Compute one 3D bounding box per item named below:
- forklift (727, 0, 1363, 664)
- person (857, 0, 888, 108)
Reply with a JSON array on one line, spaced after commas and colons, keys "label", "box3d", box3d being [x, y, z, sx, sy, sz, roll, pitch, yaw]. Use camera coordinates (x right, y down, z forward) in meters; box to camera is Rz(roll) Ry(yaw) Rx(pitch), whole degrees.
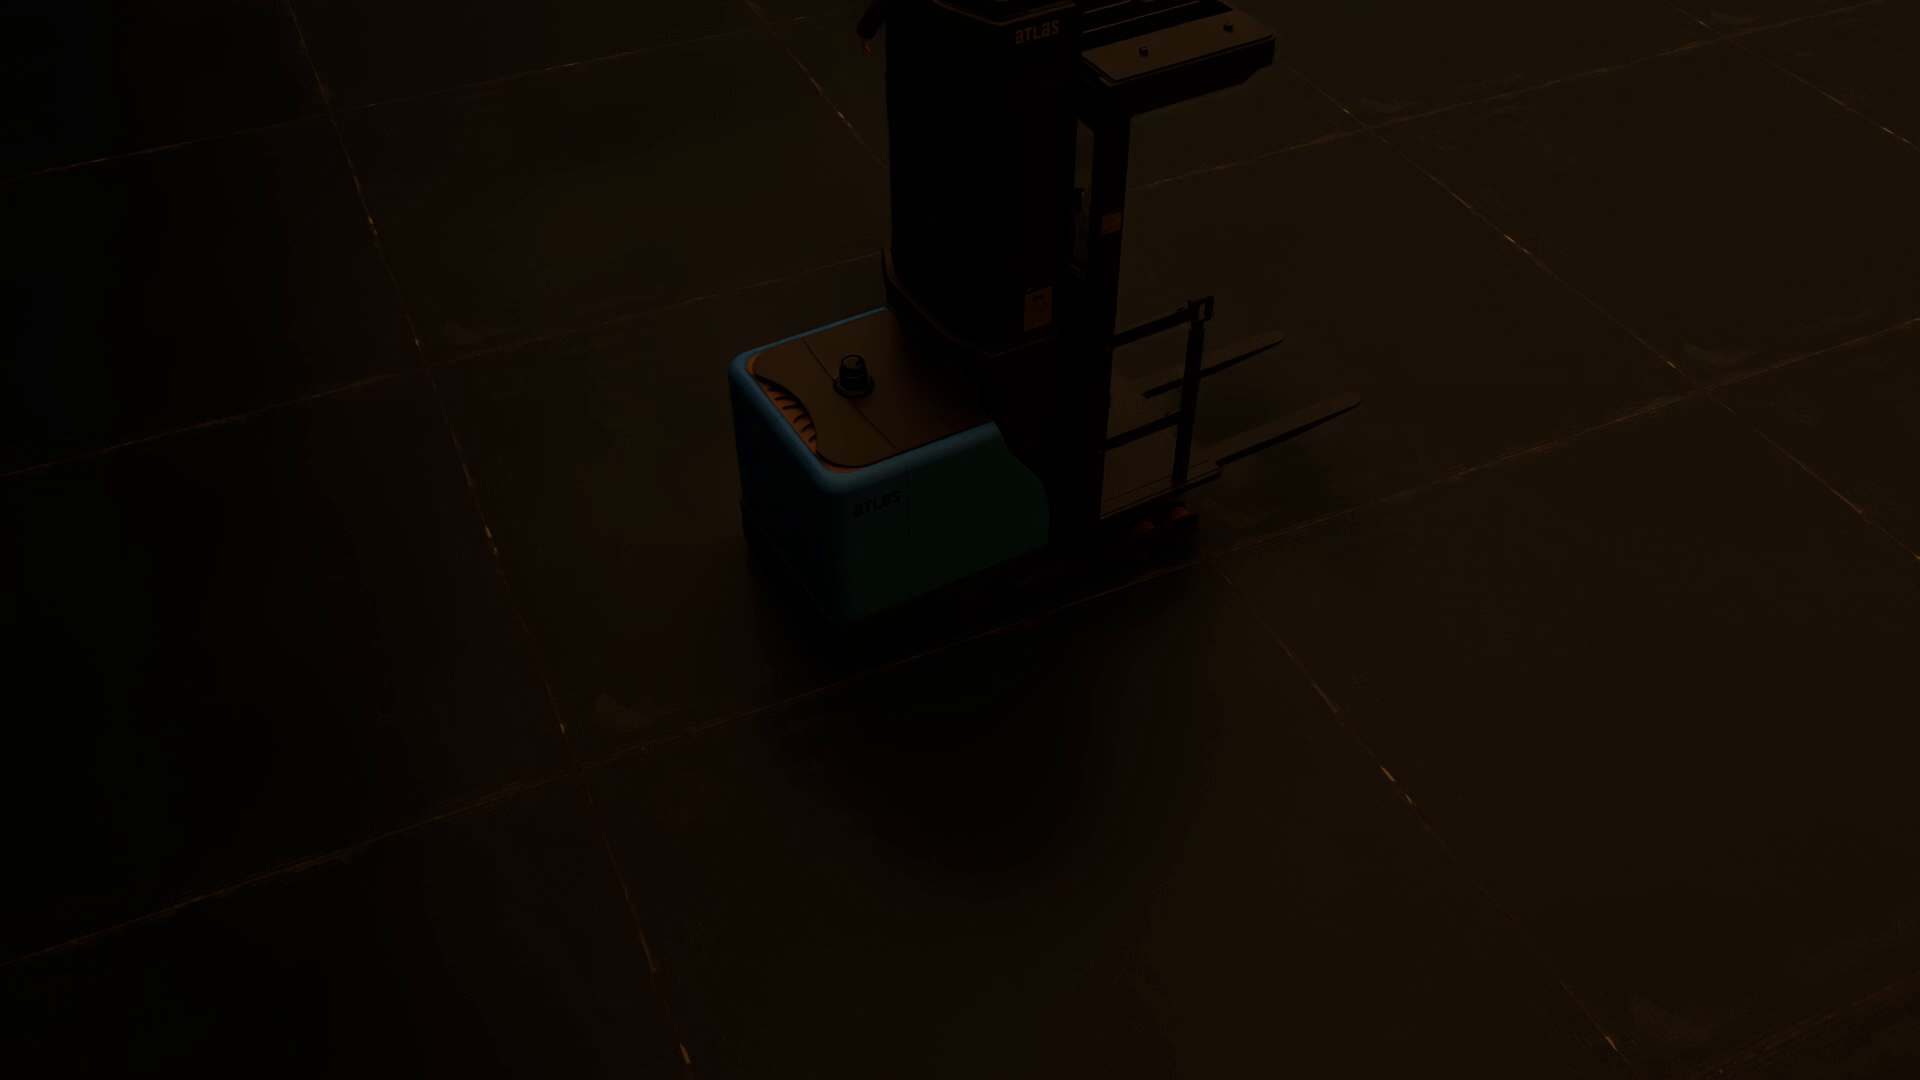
[{"label": "forklift", "box3d": [0.525, -1.286, 7.059, 3.031, 2.935, 1.130, -22, 47, -22]}, {"label": "person", "box3d": [-0.132, -2.817, 9.560, 0.826, 1.760, 0.598, -17, 46, -18]}]
